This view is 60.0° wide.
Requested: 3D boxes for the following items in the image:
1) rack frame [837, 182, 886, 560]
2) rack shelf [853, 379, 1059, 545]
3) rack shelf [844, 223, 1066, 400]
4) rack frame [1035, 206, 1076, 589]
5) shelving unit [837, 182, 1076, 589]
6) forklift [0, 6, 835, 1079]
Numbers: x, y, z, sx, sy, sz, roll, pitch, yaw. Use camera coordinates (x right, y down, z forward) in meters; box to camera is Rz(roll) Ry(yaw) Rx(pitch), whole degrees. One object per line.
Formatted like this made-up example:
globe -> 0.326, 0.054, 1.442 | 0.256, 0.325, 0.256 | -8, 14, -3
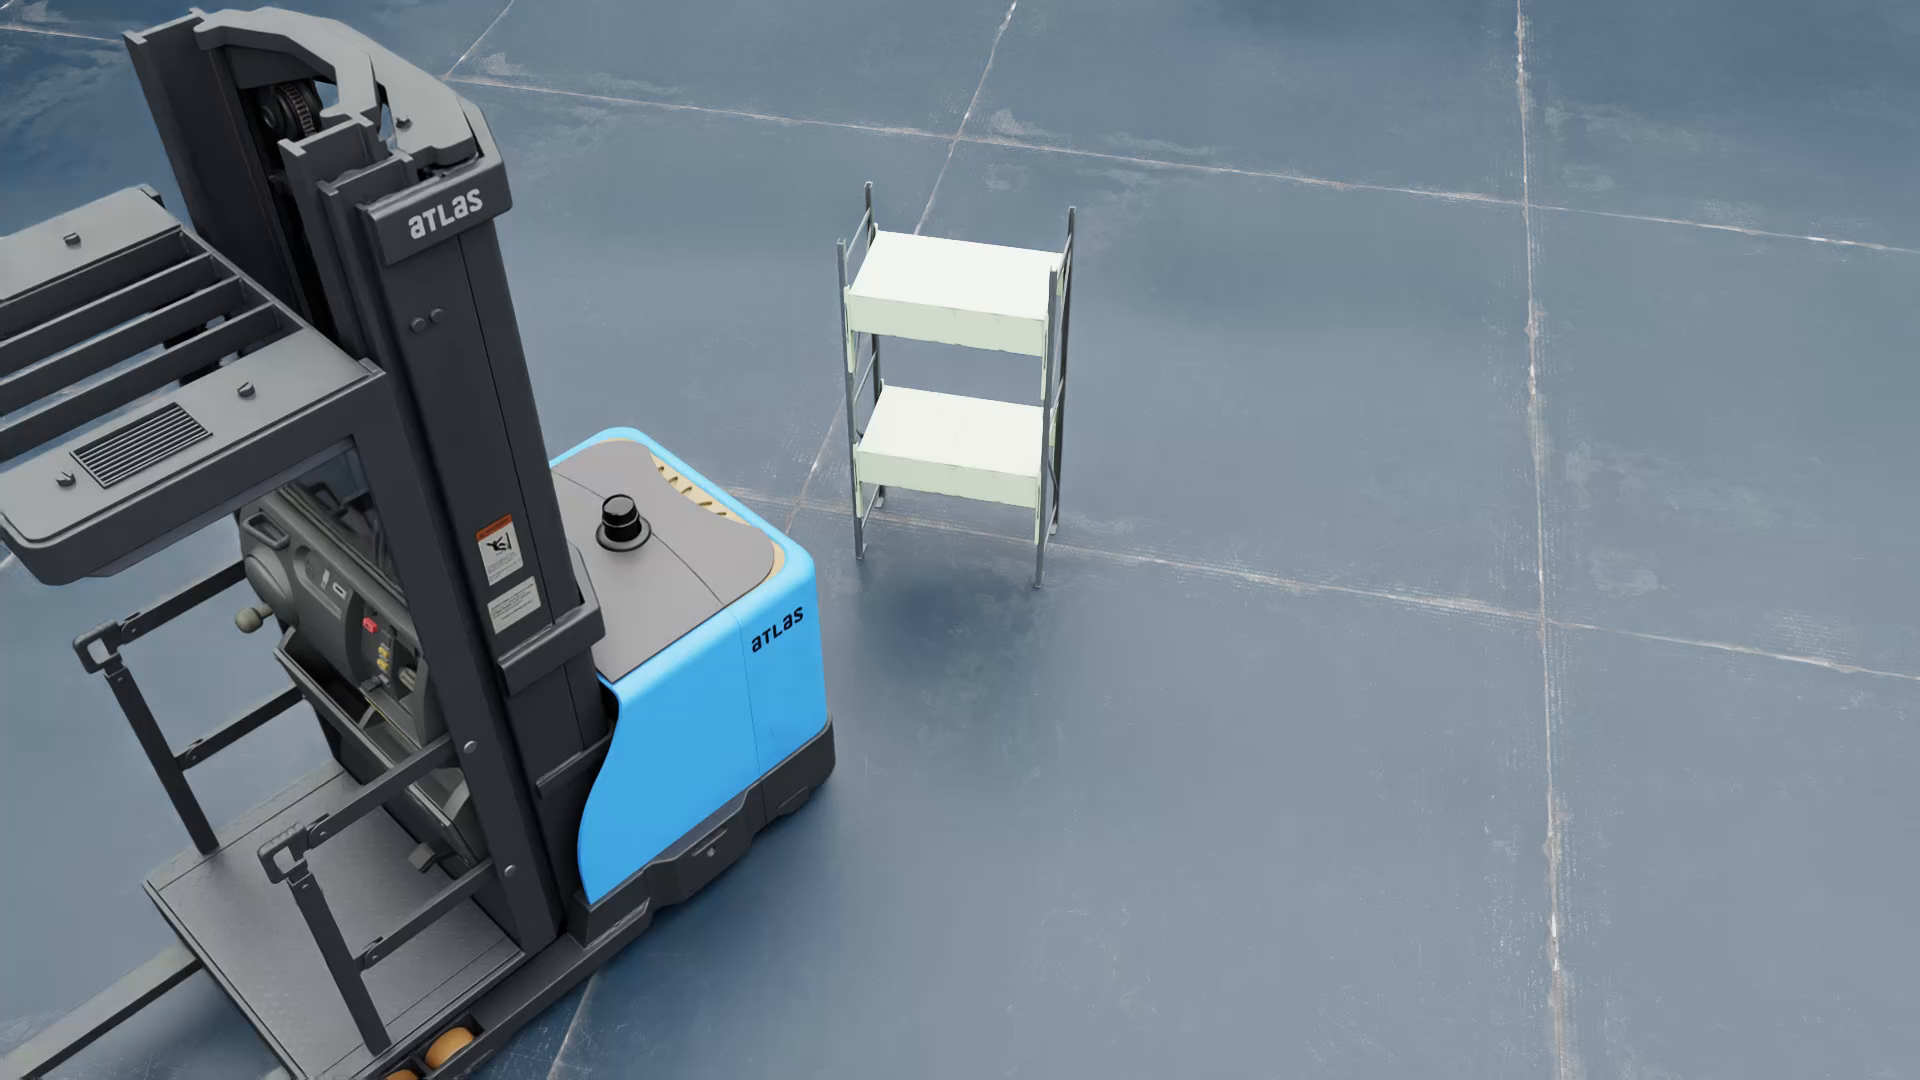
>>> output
rack frame -> -0.364, -0.597, 6.289 | 0.023, 1.500, 0.400 | 9, 45, 9
rack shelf -> -0.007, -0.306, 6.457 | 0.720, 0.370, 0.431 | 9, 45, 9
rack shelf -> -0.007, -0.823, 5.960 | 0.720, 0.370, 0.431 | 9, 45, 9
rack frame -> 0.351, -0.486, 6.173 | 0.023, 1.500, 0.400 | 9, 45, 9
shelving unit -> -0.007, -0.541, 6.231 | 0.755, 1.500, 0.431 | 9, 45, 9
forklift -> -1.822, 0.276, 4.350 | 1.130, 2.935, 3.031 | 34, 53, 30
